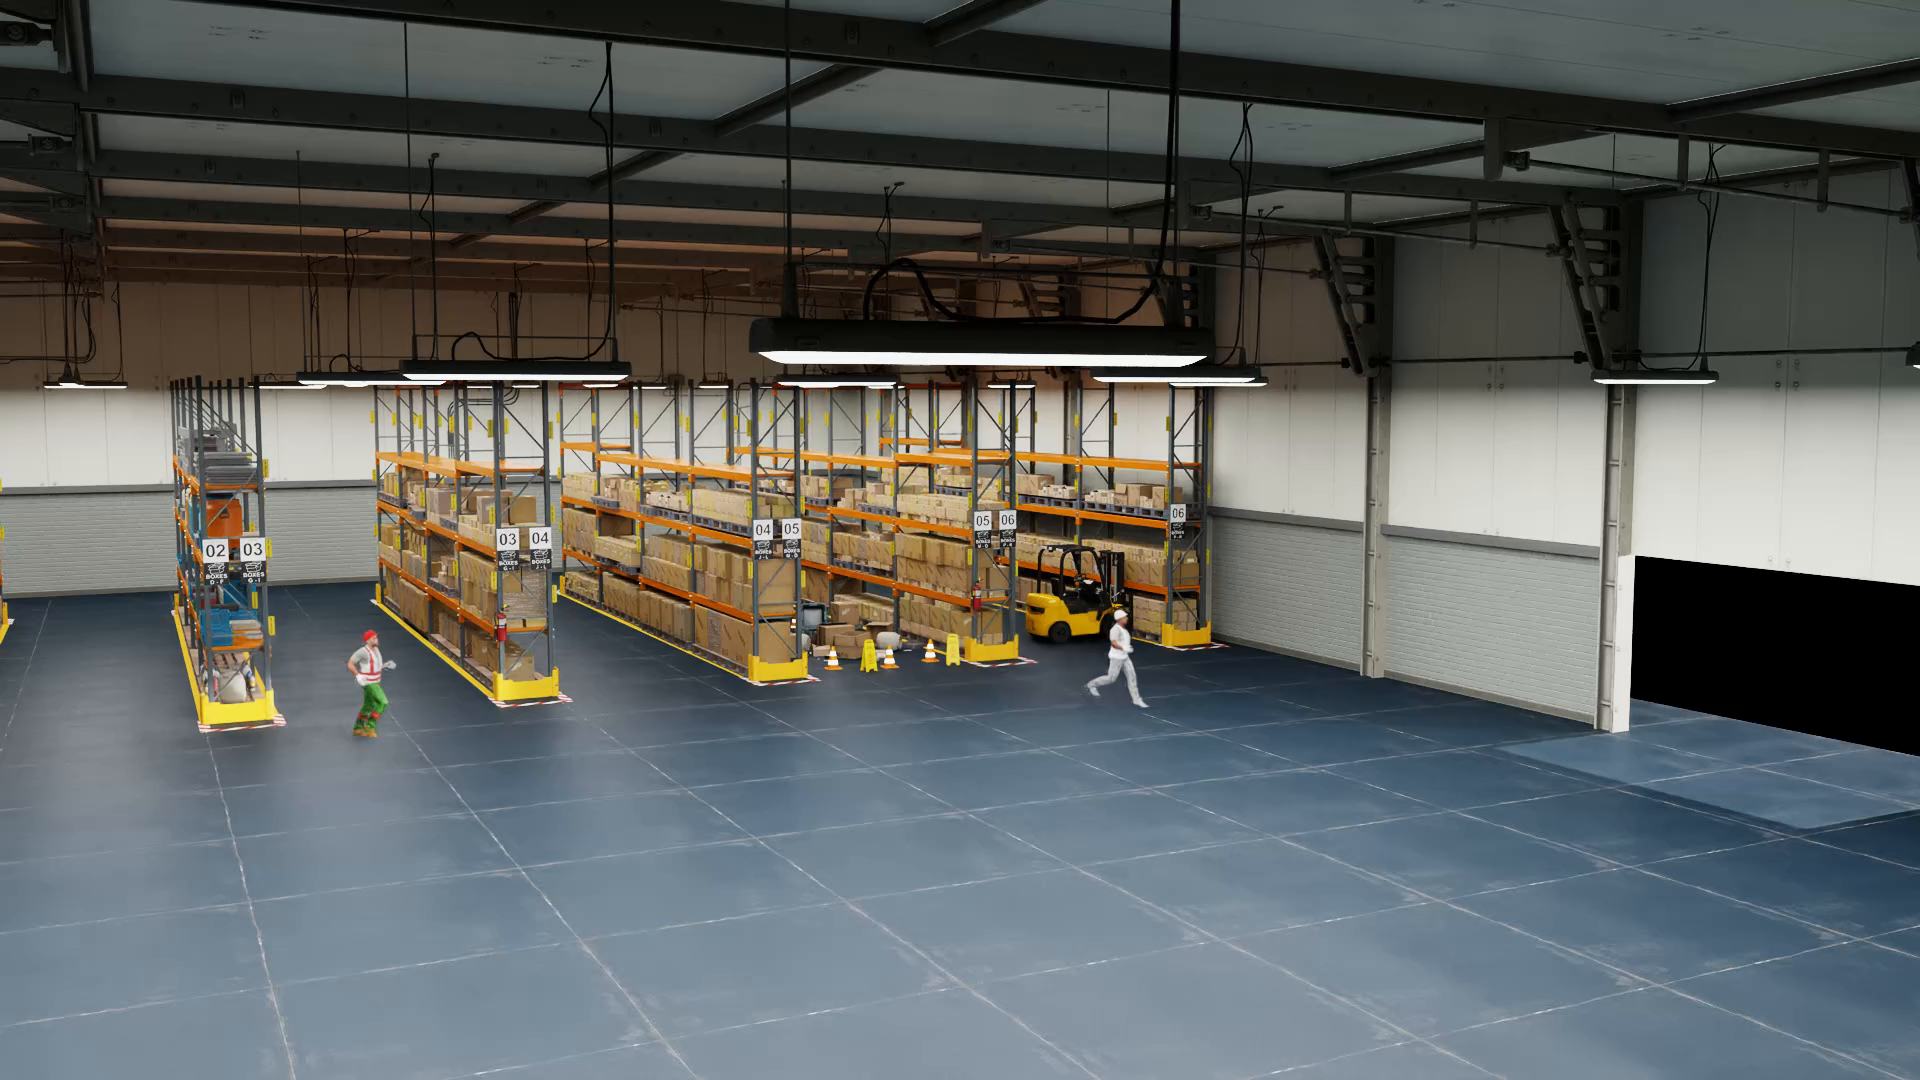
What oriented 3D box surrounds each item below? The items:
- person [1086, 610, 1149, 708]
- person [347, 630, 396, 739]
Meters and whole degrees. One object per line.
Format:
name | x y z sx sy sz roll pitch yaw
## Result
person | 2.864 2.159 30.245 1.160 1.781 0.648 3 6 27
person | -9.734 2.395 27.584 0.713 1.809 0.619 0 5 2
